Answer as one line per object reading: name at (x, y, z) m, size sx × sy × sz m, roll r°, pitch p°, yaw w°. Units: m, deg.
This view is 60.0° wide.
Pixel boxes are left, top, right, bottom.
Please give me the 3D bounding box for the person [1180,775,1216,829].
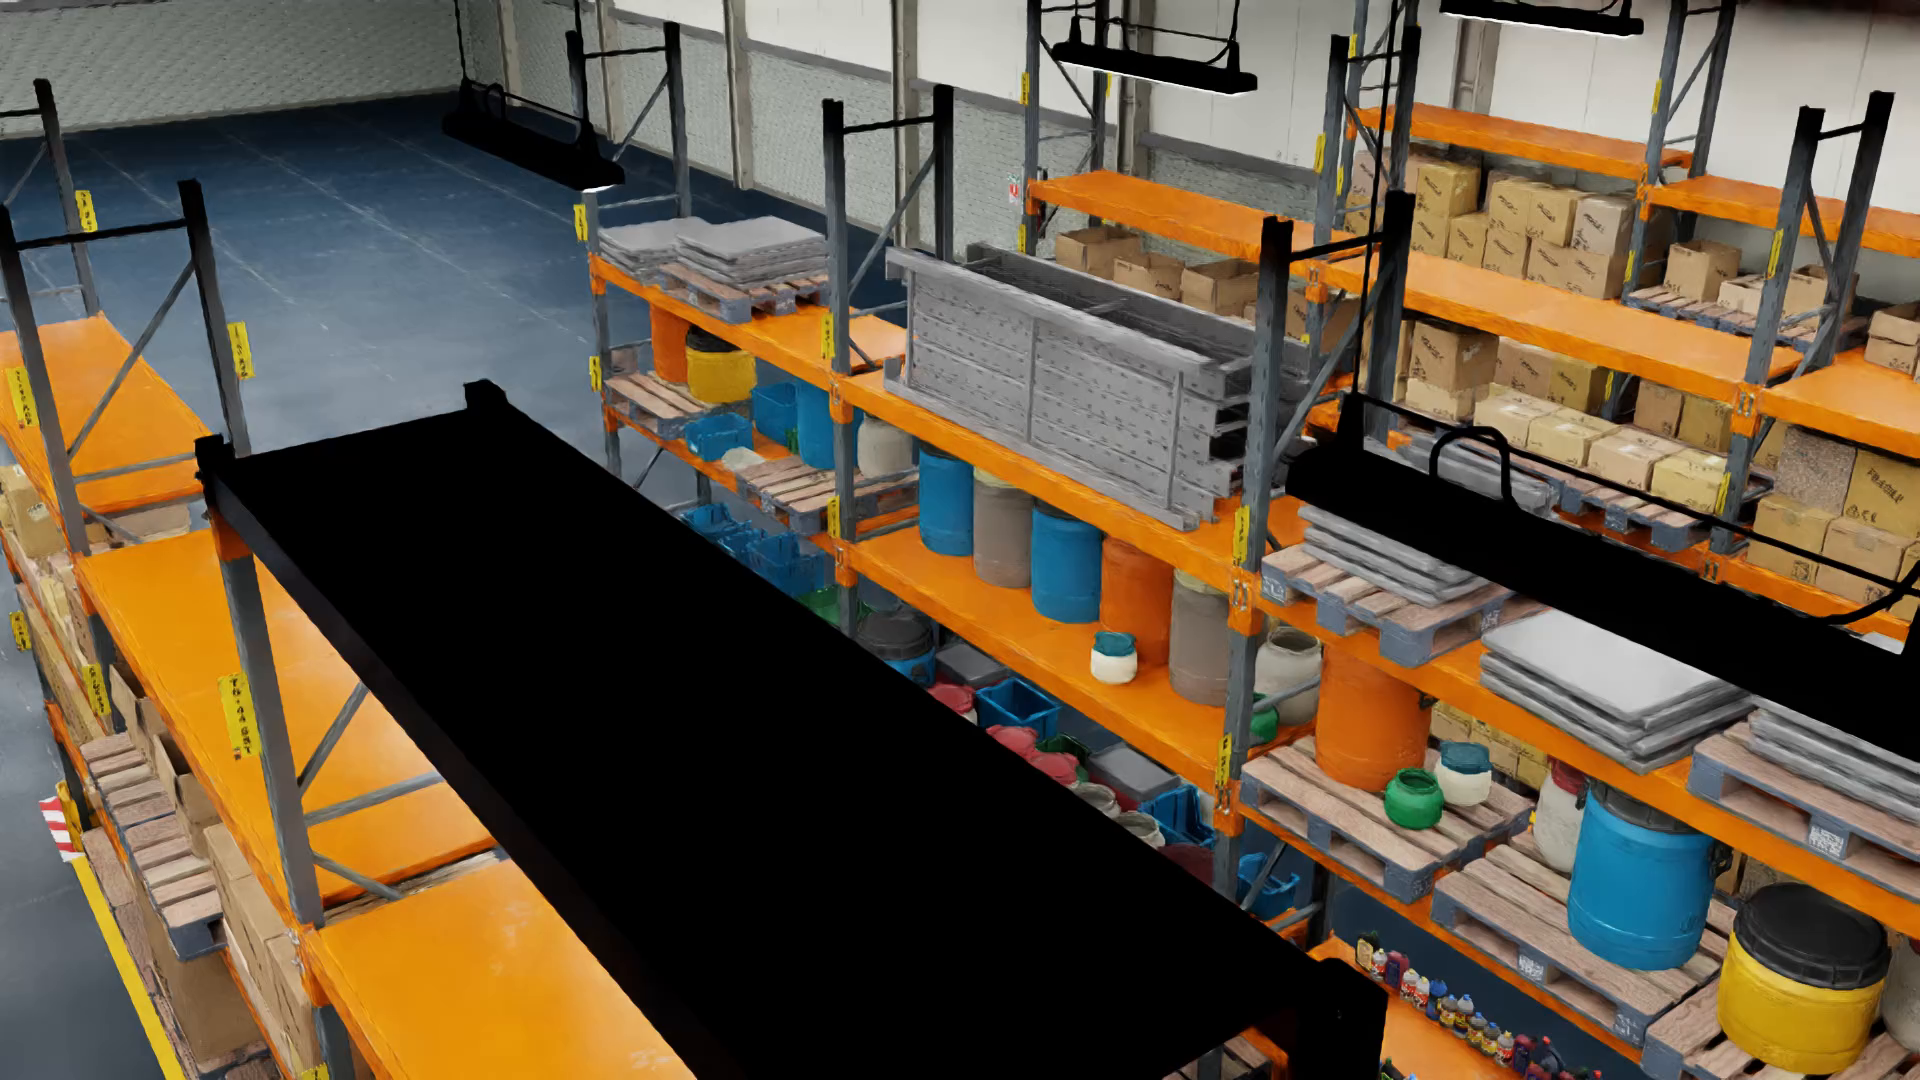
person at (1.741, 2.227, 12.013) m, size 0.575 × 1.784 × 0.680 m, roll -11°, pitch 27°, yaw -23°
